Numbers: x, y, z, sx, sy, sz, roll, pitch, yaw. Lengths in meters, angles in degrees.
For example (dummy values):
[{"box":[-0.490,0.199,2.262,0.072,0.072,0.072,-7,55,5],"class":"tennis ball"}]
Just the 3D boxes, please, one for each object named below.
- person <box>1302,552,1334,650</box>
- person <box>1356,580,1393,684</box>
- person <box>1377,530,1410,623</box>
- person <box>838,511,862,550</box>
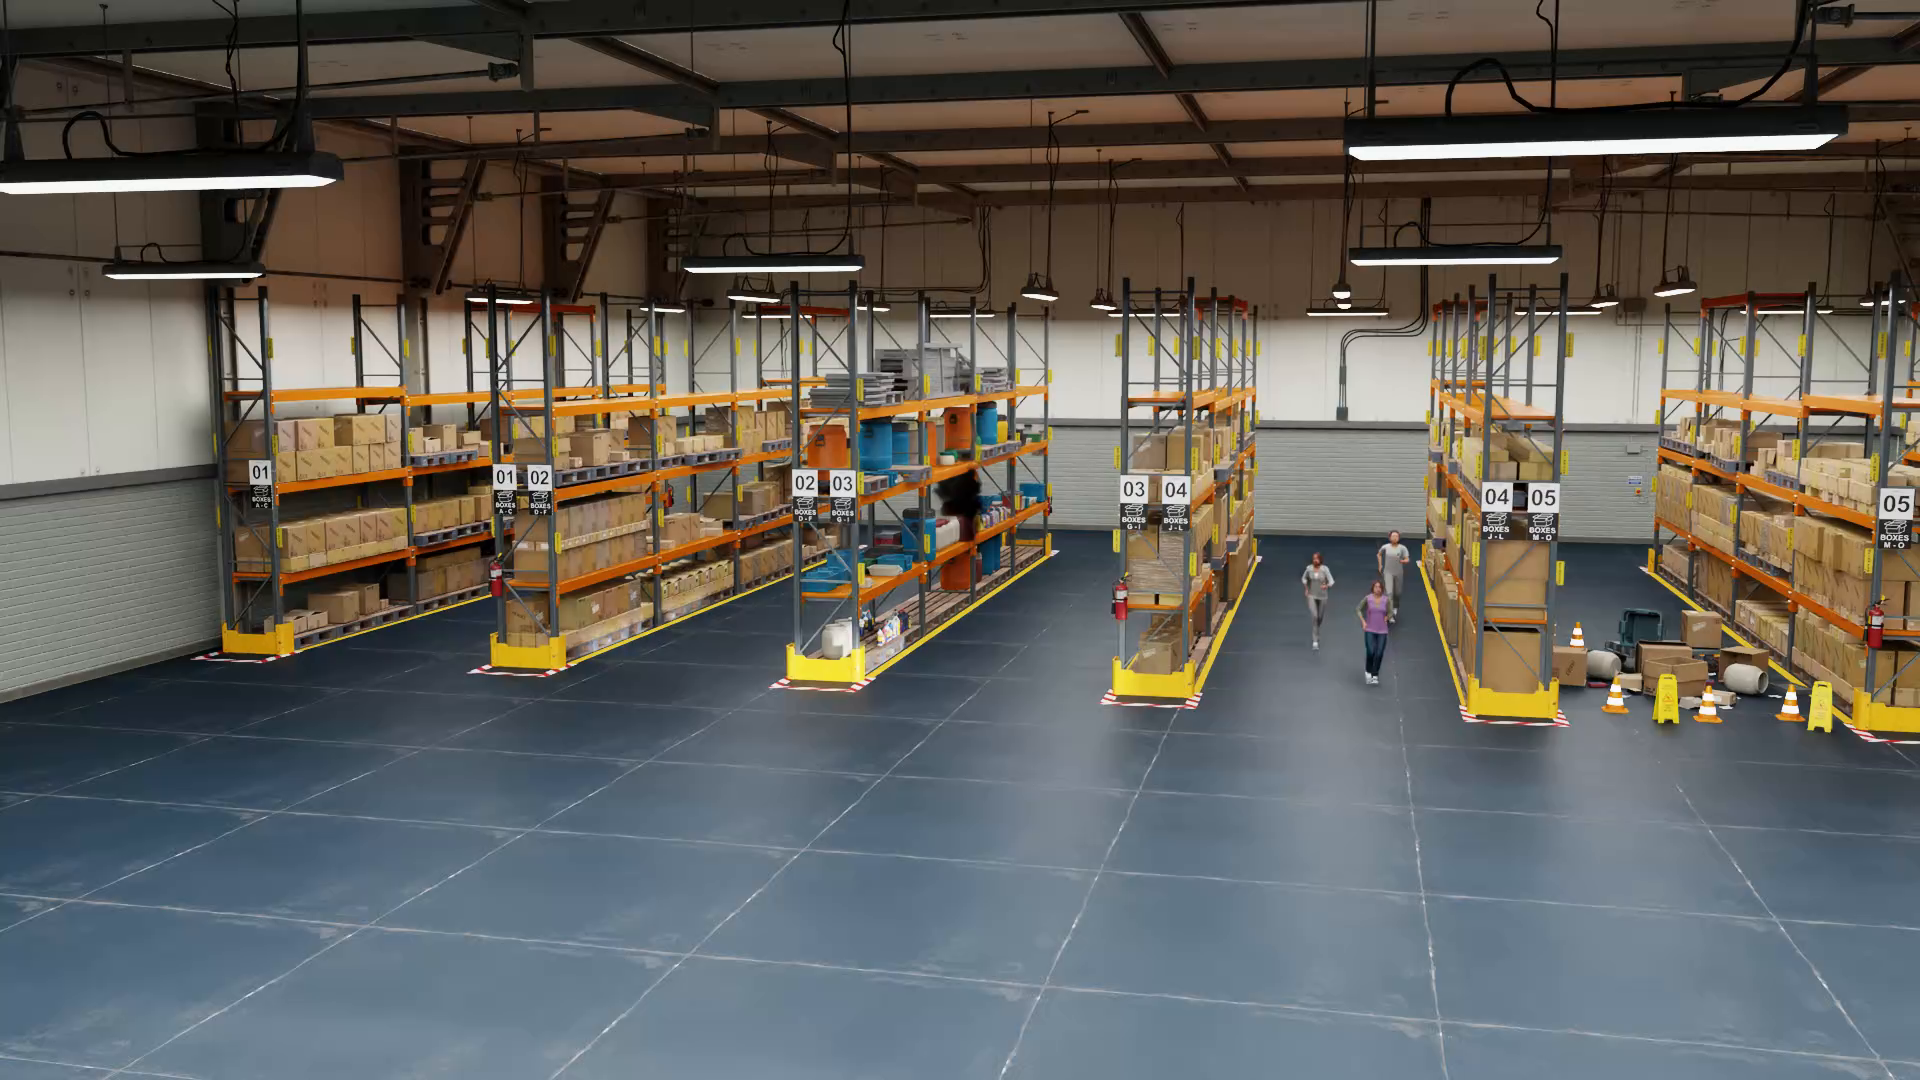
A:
[{"box":[6.030,0.996,28.040,0.526,1.606,0.815,1,7,10],"class":"person"},{"box":[6.169,1.380,24.696,0.522,1.569,0.592,1,7,5],"class":"person"},{"box":[7.966,0.643,30.574,0.564,1.649,0.969,1,7,9],"class":"person"},{"box":[-2.361,-0.175,35.441,0.565,1.727,0.773,0,7,4],"class":"person"}]
